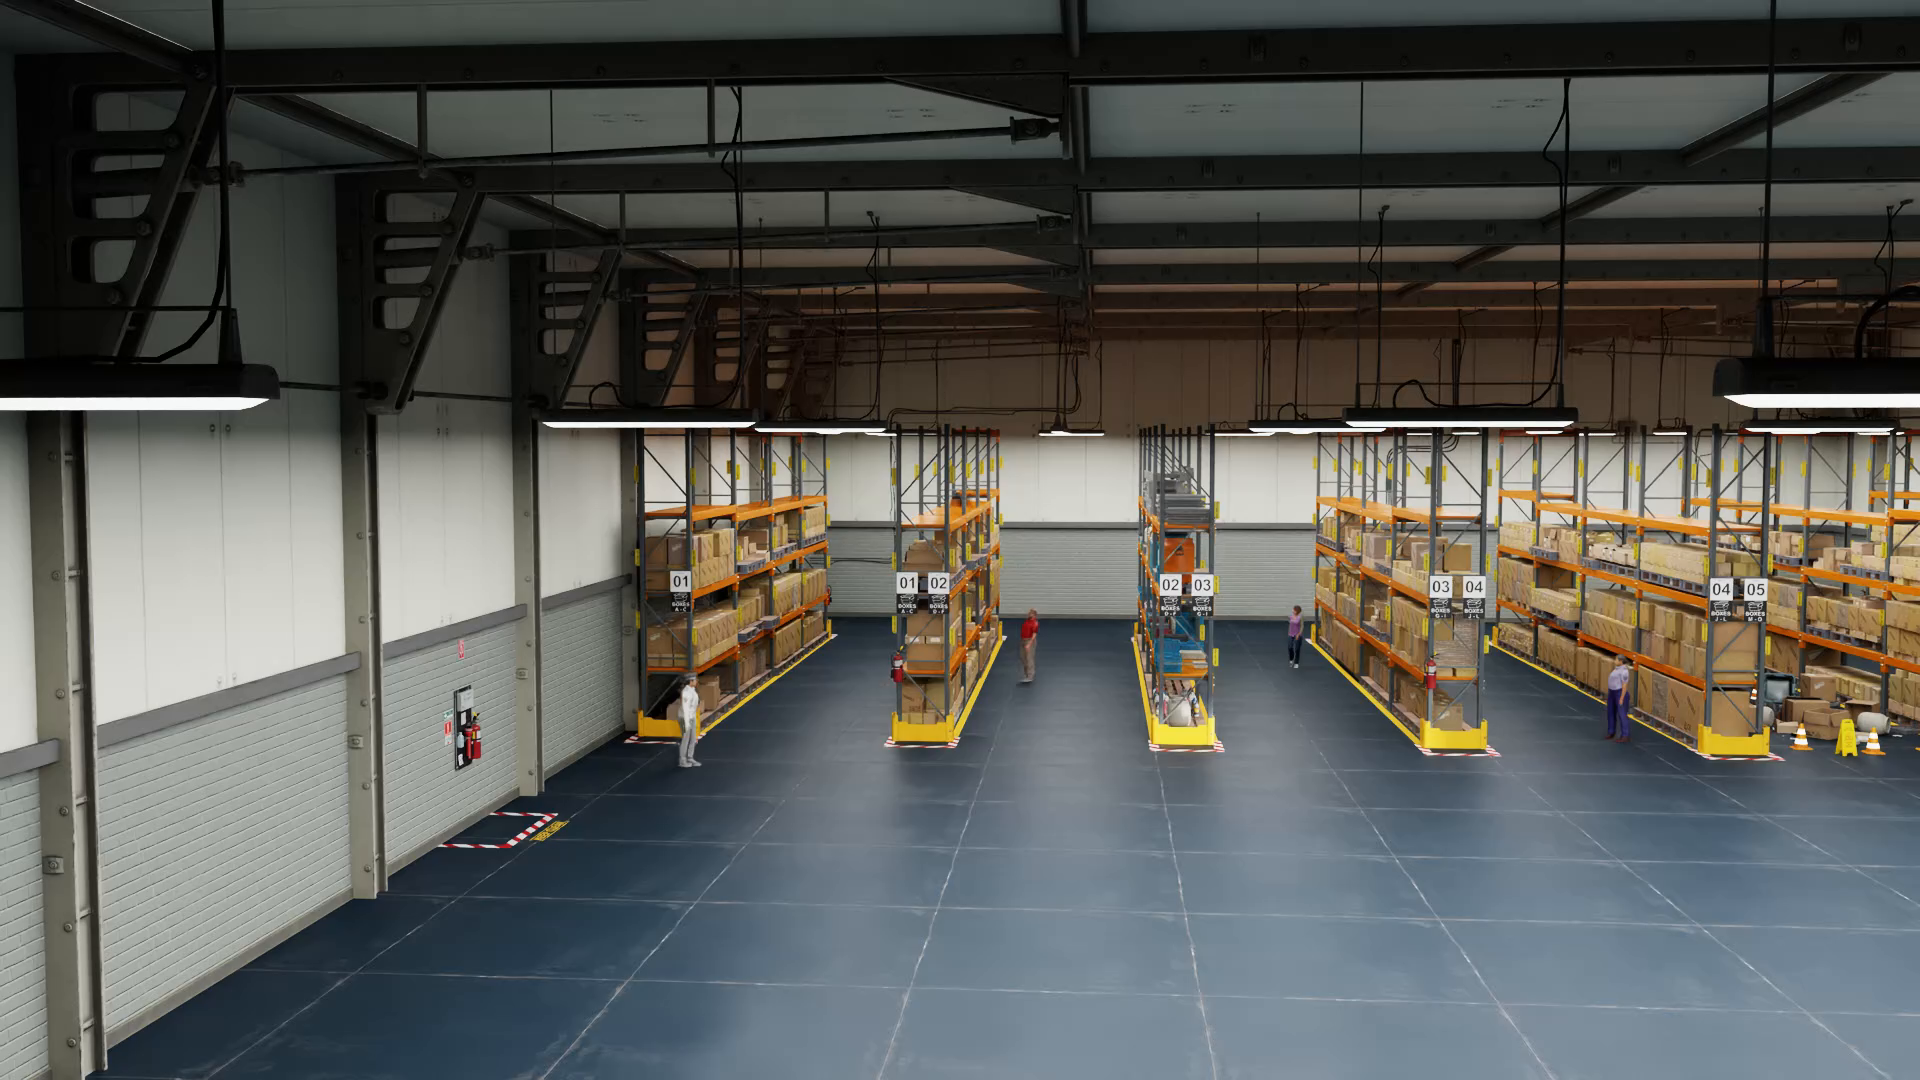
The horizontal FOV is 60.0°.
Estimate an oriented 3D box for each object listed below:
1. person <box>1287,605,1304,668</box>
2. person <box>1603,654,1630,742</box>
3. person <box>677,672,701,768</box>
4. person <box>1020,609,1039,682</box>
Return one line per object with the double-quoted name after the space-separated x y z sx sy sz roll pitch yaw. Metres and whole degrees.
8.337 2.406 41.311 0.396 1.583 0.518 1 4 13 "person"
12.479 3.083 31.559 0.396 1.441 0.548 -1 4 -13 "person"
-4.738 3.131 29.000 0.375 1.679 0.534 1 4 9 "person"
1.598 2.503 39.320 0.432 1.776 0.644 -2 4 -27 "person"
